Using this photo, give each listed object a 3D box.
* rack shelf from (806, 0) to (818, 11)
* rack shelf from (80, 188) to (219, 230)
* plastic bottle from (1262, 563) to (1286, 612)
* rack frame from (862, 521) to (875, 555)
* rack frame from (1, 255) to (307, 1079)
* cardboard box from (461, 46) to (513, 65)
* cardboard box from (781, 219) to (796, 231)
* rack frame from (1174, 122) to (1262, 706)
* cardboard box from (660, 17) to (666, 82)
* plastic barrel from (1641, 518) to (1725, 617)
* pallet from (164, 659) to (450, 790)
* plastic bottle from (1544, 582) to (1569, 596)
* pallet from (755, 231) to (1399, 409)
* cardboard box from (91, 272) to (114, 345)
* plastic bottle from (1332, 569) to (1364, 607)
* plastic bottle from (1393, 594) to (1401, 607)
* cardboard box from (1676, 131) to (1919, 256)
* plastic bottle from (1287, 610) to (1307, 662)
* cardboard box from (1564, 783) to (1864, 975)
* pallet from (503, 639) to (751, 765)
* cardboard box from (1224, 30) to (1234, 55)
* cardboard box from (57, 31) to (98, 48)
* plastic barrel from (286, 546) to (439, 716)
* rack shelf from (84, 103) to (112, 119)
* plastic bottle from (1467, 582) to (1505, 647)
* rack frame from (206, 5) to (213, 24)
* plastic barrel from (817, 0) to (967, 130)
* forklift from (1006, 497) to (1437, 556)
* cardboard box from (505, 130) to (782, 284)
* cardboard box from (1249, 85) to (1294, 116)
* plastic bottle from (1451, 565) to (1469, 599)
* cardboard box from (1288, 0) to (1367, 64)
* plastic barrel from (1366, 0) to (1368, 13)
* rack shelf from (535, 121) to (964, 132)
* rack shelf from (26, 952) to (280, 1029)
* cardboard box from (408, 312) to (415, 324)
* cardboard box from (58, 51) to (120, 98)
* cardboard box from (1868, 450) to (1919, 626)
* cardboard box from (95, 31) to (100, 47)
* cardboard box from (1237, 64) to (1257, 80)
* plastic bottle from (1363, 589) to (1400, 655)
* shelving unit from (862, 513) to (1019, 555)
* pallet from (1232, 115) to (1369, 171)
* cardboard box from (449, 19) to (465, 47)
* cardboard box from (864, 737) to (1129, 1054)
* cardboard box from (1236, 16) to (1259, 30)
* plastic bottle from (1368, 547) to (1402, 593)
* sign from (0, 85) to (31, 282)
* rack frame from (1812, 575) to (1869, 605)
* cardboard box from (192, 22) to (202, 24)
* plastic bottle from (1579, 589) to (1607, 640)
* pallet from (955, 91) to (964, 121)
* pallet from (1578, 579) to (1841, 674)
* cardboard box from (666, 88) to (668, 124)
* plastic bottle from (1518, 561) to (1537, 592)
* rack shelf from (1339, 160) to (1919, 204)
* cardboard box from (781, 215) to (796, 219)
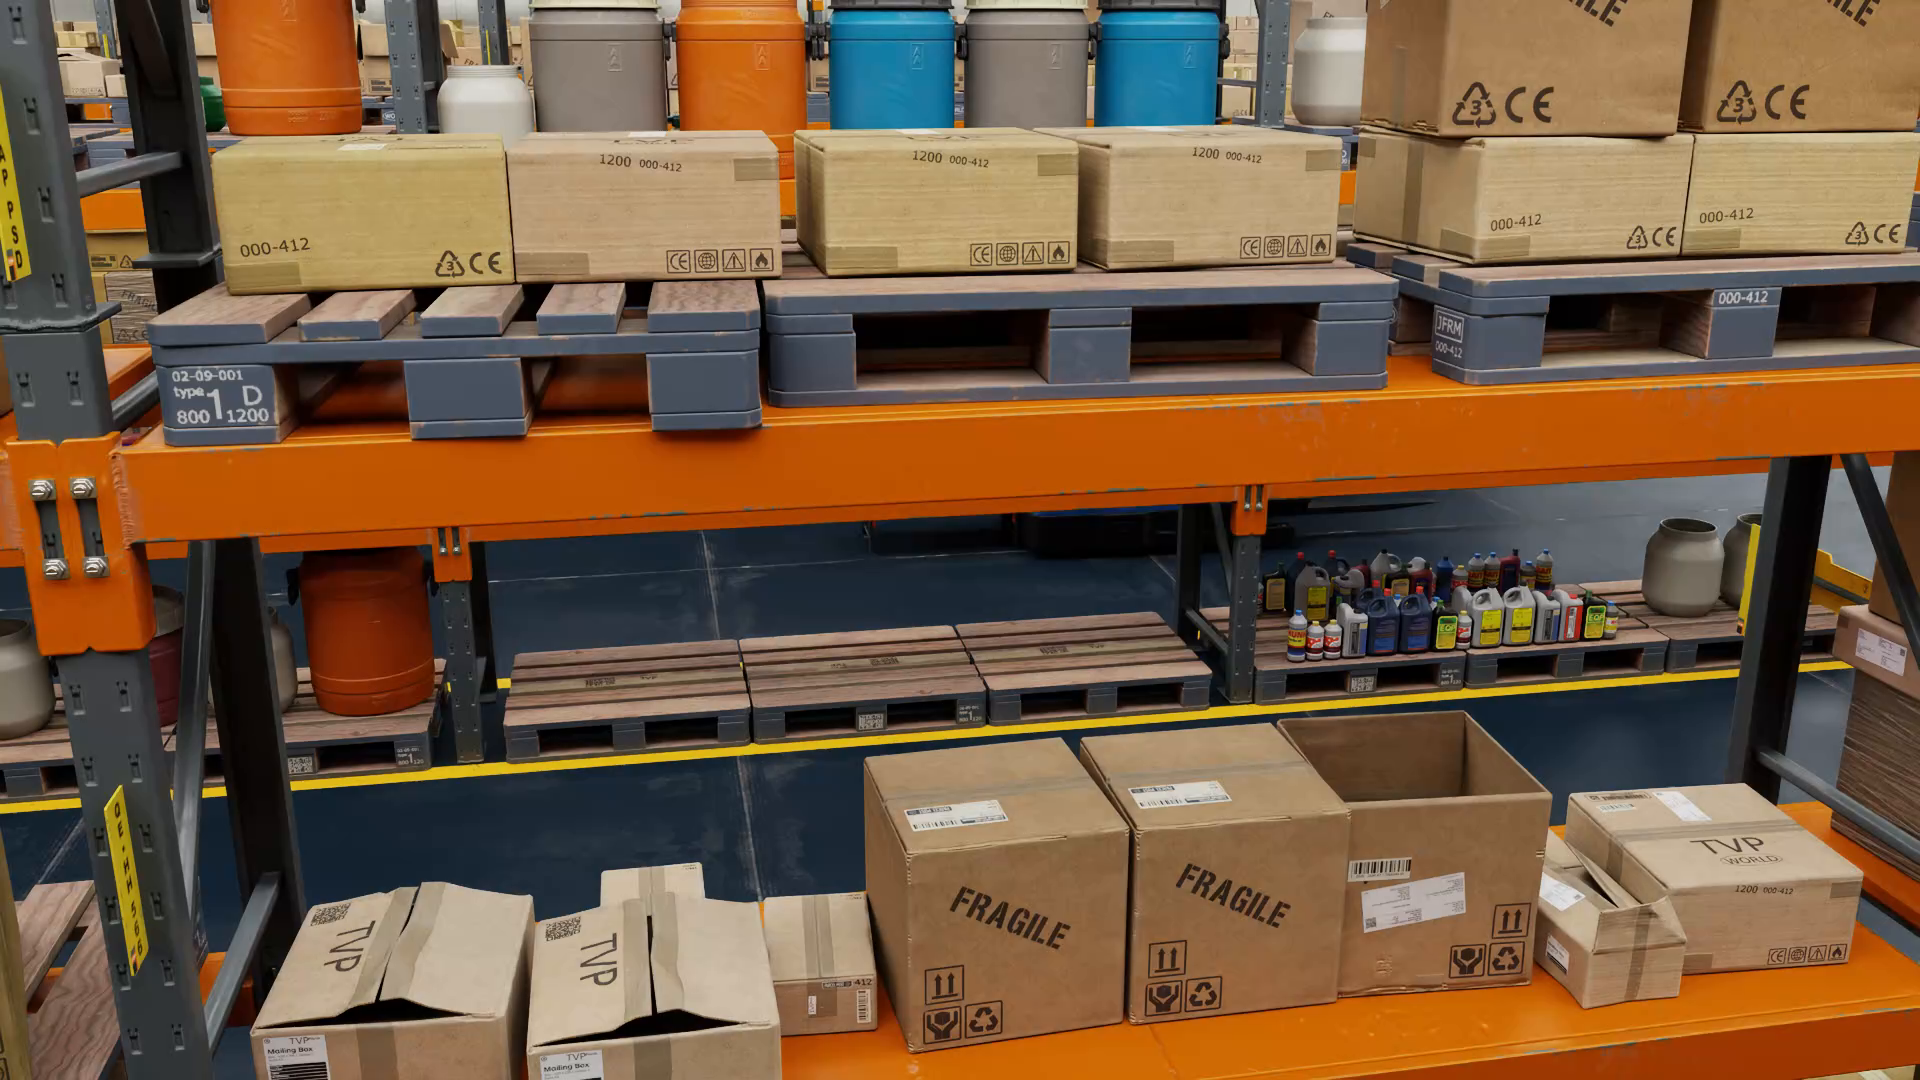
[{"bbox_3d":[-4.311,-8.630,26.489,4.000,0.370,1.077,-3,17,-10],"label":"rack shelf"},{"bbox_3d":[-4.473,-1.449,7.537,4.000,0.370,1.077,-3,17,-10],"label":"rack shelf"},{"bbox_3d":[1.827,0.273,9.691,0.133,0.283,0.061,-2,17,-8],"label":"plastic bottle"},{"bbox_3d":[-0.647,-0.504,11.538,0.032,1.125,0.500,-3,17,-10],"label":"rack frame"},{"bbox_3d":[-1.574,0.958,3.585,0.127,3.000,1.000,-3,17,-10],"label":"rack frame"},{"bbox_3d":[-4.902,-4.860,17.248,0.500,0.500,0.500,-3,17,-10],"label":"cardboard box"},{"bbox_3d":[-1.206,-2.248,13.131,0.637,0.503,0.797,-1,17,-5],"label":"cardboard box"},{"bbox_3d":[1.418,-0.693,8.960,0.127,3.000,1.000,-3,17,-10],"label":"rack frame"},{"bbox_3d":[-2.440,-3.598,12.287,0.500,0.500,0.500,-3,17,-10],"label":"cardboard box"},{"bbox_3d":[4.221,0.159,9.707,0.421,0.512,0.421,0,17,0],"label":"plastic barrel"},{"bbox_3d":[-3.276,0.918,8.462,1.213,0.211,1.003,-3,17,-10],"label":"pallet"},{"bbox_3d":[3.352,0.376,9.355,0.133,0.283,0.061,-3,17,-10],"label":"plastic bottle"},{"bbox_3d":[0.173,-0.513,3.585,1.213,0.211,1.003,-2,17,-8],"label":"pallet"},{"bbox_3d":[-6.384,-1.705,12.084,0.500,0.500,0.500,-3,17,-10],"label":"cardboard box"},{"bbox_3d":[2.236,0.310,9.583,0.135,0.276,0.152,-3,17,-10],"label":"plastic bottle"},{"bbox_3d":[2.408,0.432,9.193,0.097,0.271,0.097,0,17,0],"label":"plastic bottle"},{"bbox_3d":[1.747,-0.797,3.728,0.500,0.250,0.500,-1,17,-5],"label":"cardboard box"},{"bbox_3d":[1.814,0.509,8.943,0.097,0.271,0.097,0,17,0],"label":"plastic bottle"},{"bbox_3d":[1.879,0.847,4.202,0.500,0.250,0.500,-2,17,-7],"label":"cardboard box"},{"bbox_3d":[-1.742,0.830,8.748,1.213,0.211,1.003,-3,17,-10],"label":"pallet"},{"bbox_3d":[2.645,-5.397,18.029,0.500,0.250,0.500,-3,17,-10],"label":"cardboard box"},{"bbox_3d":[-8.474,-4.806,15.968,0.250,0.149,0.380,-4,18,-13],"label":"cardboard box"},{"bbox_3d":[-2.987,0.398,8.387,0.708,0.830,0.600,-3,17,-10],"label":"plastic barrel"},{"bbox_3d":[-10.182,-4.090,16.134,4.000,0.370,1.077,-3,17,-10],"label":"rack shelf"},{"bbox_3d":[2.892,0.403,9.153,0.185,0.351,0.144,-3,17,-11],"label":"plastic bottle"},{"bbox_3d":[-9.257,-7.400,20.579,0.127,3.000,1.000,-3,17,-10],"label":"rack frame"},{"bbox_3d":[-0.325,-2.203,7.913,0.708,0.901,0.600,-3,17,-10],"label":"plastic barrel"},{"bbox_3d":[1.885,-1.483,11.649,3.031,2.935,1.130,-3,17,-10],"label":"forklift"},{"bbox_3d":[-0.628,-0.681,3.352,0.500,0.250,0.500,-3,17,-9],"label":"cardboard box"},{"bbox_3d":[2.493,-3.522,13.316,0.500,0.250,0.500,-4,17,-11],"label":"cardboard box"},{"bbox_3d":[2.974,0.253,9.897,0.097,0.201,0.097,0,17,0],"label":"plastic bottle"},{"bbox_3d":[2.932,-4.048,13.244,0.500,0.500,0.500,-3,17,-10],"label":"cardboard box"},{"bbox_3d":[2.415,-2.592,8.465,0.708,0.901,0.600,-3,17,-10],"label":"plastic barrel"},{"bbox_3d":[-1.486,-3.100,12.911,4.000,0.370,1.077,-3,17,-10],"label":"rack shelf"},{"bbox_3d":[-3.537,1.413,3.328,4.000,0.370,1.077,-3,17,-10],"label":"rack shelf"},{"bbox_3d":[-3.887,-1.847,12.547,0.500,0.500,0.500,-3,17,-9],"label":"cardboard box"},{"bbox_3d":[-6.282,-3.303,11.784,0.500,0.311,0.500,-4,17,-12],"label":"cardboard box"},{"bbox_3d":[2.788,0.040,4.192,0.500,0.500,0.700,-3,17,-10],"label":"cardboard box"},{"bbox_3d":[-8.550,-4.956,16.456,0.250,0.149,0.380,-4,17,-11],"label":"cardboard box"},{"bbox_3d":[2.375,-3.711,13.252,0.250,0.149,0.380,-3,17,-9],"label":"cardboard box"},{"bbox_3d":[2.289,0.437,9.041,0.185,0.351,0.144,-3,17,-9],"label":"plastic bottle"},{"bbox_3d":[-0.146,-0.530,11.622,1.048,1.125,0.538,-3,17,-10],"label":"shelving unit"},{"bbox_3d":[2.108,-2.105,8.770,1.003,0.211,1.213,-3,17,-10],"label":"pallet"},{"bbox_3d":[-5.247,-5.210,17.082,0.258,0.266,0.396,-3,17,-10],"label":"cardboard box"},{"bbox_3d":[0.071,0.812,3.890,0.500,0.500,0.500,-4,18,-13],"label":"cardboard box"},{"bbox_3d":[3.052,-5.593,17.987,0.250,0.149,0.380,-3,17,-10],"label":"cardboard box"},{"bbox_3d":[2.501,0.215,9.765,0.185,0.351,0.144,-3,17,-11],"label":"plastic bottle"},{"bbox_3d":[-1.473,-0.567,2.559,0.005,0.325,0.100,-3,17,-10],"label":"sign"},{"bbox_3d":[5.345,-0.916,9.686,0.127,3.000,1.000,-3,17,-10],"label":"rack frame"},{"bbox_3d":[-9.874,-6.290,21.018,0.500,0.500,0.500,-3,17,-10],"label":"cardboard box"},{"bbox_3d":[3.514,0.412,9.237,0.133,0.283,0.061,-3,17,-9],"label":"plastic bottle"},{"bbox_3d":[-0.148,-3.462,13.184,1.003,0.211,1.213,-3,17,-10],"label":"pallet"},{"bbox_3d":[4.481,0.478,9.895,1.213,0.211,1.003,-3,17,-10],"label":"pallet"},{"bbox_3d":[-2.436,-3.242,12.404,0.500,0.250,0.500,-3,17,-9],"label":"cardboard box"},{"bbox_3d":[3.404,0.228,9.977,0.097,0.201,0.097,0,17,0],"label":"plastic bottle"},{"bbox_3d":[3.381,-1.895,8.988,4.000,0.370,1.077,-3,17,-10],"label":"rack shelf"},{"bbox_3d":[-1.818,-3.442,17.739,0.500,0.500,0.500,-3,17,-10],"label":"cardboard box"}]
